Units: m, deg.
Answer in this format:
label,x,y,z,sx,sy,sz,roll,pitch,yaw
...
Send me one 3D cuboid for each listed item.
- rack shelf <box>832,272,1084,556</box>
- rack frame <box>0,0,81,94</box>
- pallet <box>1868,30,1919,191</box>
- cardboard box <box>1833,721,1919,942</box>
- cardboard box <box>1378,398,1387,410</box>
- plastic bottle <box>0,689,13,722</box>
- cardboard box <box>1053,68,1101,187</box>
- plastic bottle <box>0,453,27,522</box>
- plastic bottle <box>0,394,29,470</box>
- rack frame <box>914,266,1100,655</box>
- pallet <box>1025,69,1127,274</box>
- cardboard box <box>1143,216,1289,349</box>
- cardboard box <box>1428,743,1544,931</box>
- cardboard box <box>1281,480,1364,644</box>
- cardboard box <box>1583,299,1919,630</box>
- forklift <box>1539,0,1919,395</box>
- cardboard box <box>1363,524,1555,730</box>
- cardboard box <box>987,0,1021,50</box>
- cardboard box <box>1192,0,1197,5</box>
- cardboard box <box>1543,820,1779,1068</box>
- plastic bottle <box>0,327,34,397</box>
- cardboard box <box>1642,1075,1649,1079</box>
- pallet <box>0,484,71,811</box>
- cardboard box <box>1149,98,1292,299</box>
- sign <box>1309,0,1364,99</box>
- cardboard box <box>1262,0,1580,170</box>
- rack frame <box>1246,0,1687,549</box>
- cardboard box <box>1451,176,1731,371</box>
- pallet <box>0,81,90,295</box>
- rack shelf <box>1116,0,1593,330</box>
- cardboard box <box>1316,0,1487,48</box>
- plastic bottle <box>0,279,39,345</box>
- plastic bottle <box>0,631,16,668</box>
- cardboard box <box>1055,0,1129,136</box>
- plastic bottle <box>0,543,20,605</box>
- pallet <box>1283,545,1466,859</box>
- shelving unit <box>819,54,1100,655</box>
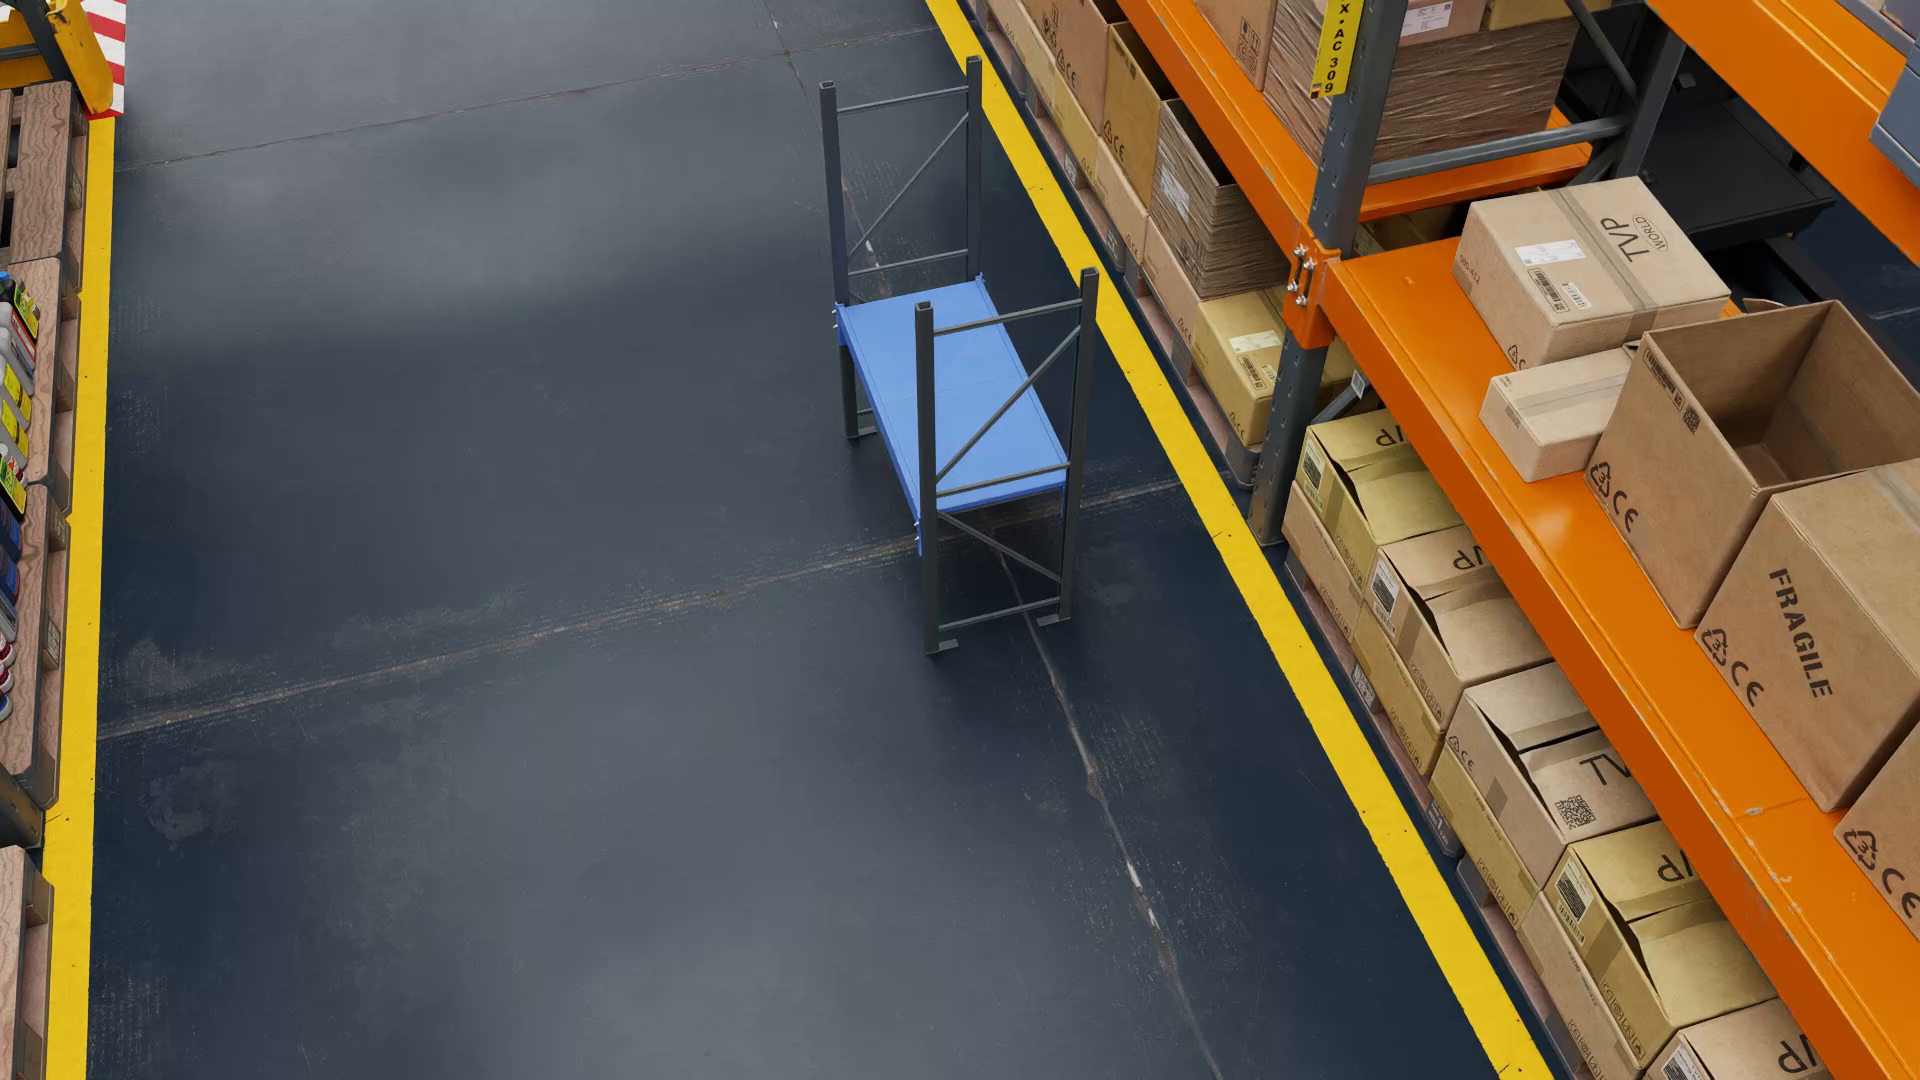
label,x,y,z,sx,sy,sz,roll,pitch,yaw
rack shelf,-0.025,-0.430,5.367,0.538,0.185,1.000,-13,51,-11
rack frame,-4.423,-2.898,6.231,1.000,3.000,0.127,-13,51,-11
pallet,2.057,-0.370,2.261,1.003,0.211,1.213,-11,51,-9
cardboard box,2.164,0.574,3.239,0.500,0.500,0.500,-16,52,-13
cardboard box,1.646,-0.750,5.944,0.500,0.250,0.500,-13,51,-11
plastic bottle,-2.915,0.429,4.923,0.097,0.271,0.097,0,50,0
cardboard box,0.698,-1.726,6.767,0.500,0.250,0.500,-13,51,-11
plastic bottle,-3.147,-0.194,5.441,0.061,0.283,0.133,-11,51,-9
plastic bottle,-3.263,-0.396,5.567,0.144,0.351,0.185,-14,51,-11
rack frame,0.125,-0.174,4.916,0.500,1.500,0.032,-13,51,-11
pallet,0.934,-1.678,7.026,1.003,0.211,1.213,-13,51,-11
cardboard box,1.009,-1.000,6.155,0.500,0.250,0.500,-13,51,-11
cardboard box,1.682,0.759,4.672,0.500,0.250,0.500,-15,51,-12
cardboard box,1.376,0.008,5.305,0.500,0.250,0.500,-14,51,-12
cardboard box,1.861,-0.177,3.872,0.500,0.500,0.500,-10,51,-8
forklift,2.721,-2.245,5.725,1.130,2.935,3.031,-14,51,-11
cardboard box,1.521,0.201,4.775,0.500,0.311,0.500,-14,51,-11
cardboard box,0.408,-2.458,7.384,0.500,0.250,0.500,-13,51,-11
cardboard box,1.049,-2.200,5.577,0.700,0.500,0.500,-13,51,-10
cardboard box,1.833,0.957,4.138,0.500,0.311,0.500,-12,51,-10
plastic bottle,-3.371,-0.628,5.811,0.152,0.276,0.135,-15,51,-12
cardboard box,1.986,1.506,4.042,0.500,0.250,0.500,-12,51,-10
pallet,-3.398,0.422,5.256,1.003,0.211,1.213,-13,51,-11
cardboard box,1.011,-1.242,5.868,0.500,0.500,0.500,-13,51,-11
sign,0.964,-1.272,4.242,0.100,0.325,0.005,-13,51,-11
cardboard box,1.356,-1.449,4.944,0.700,0.500,0.500,-15,51,-12
rack frame,1.493,-1.094,4.710,1.000,3.000,0.127,-13,51,-11
cardboard box,1.681,-0.696,4.473,0.500,0.250,0.500,-10,51,-9
pallet,-4.120,-1.360,6.758,1.003,0.211,1.213,-13,51,-11
rack shelf,0.902,-2.323,6.217,1.077,0.370,4.000,-13,51,-11
cardboard box,1.208,-1.485,4.551,0.380,0.149,0.250,-13,51,-11
plastic bottle,-3.409,-0.841,5.986,0.061,0.283,0.133,-12,51,-10
plastic bottle,-2.975,0.303,5.075,0.097,0.201,0.097,0,50,0
cardboard box,0.698,-1.968,6.480,0.500,0.500,0.500,-13,51,-11
plastic bottle,-3.082,0.052,5.189,0.144,0.351,0.185,-12,51,-10
pallet,1.748,0.334,5.330,1.003,0.211,1.213,-13,51,-11
shelving unit,-0.025,-0.546,5.229,0.538,1.500,1.048,-13,51,-11
